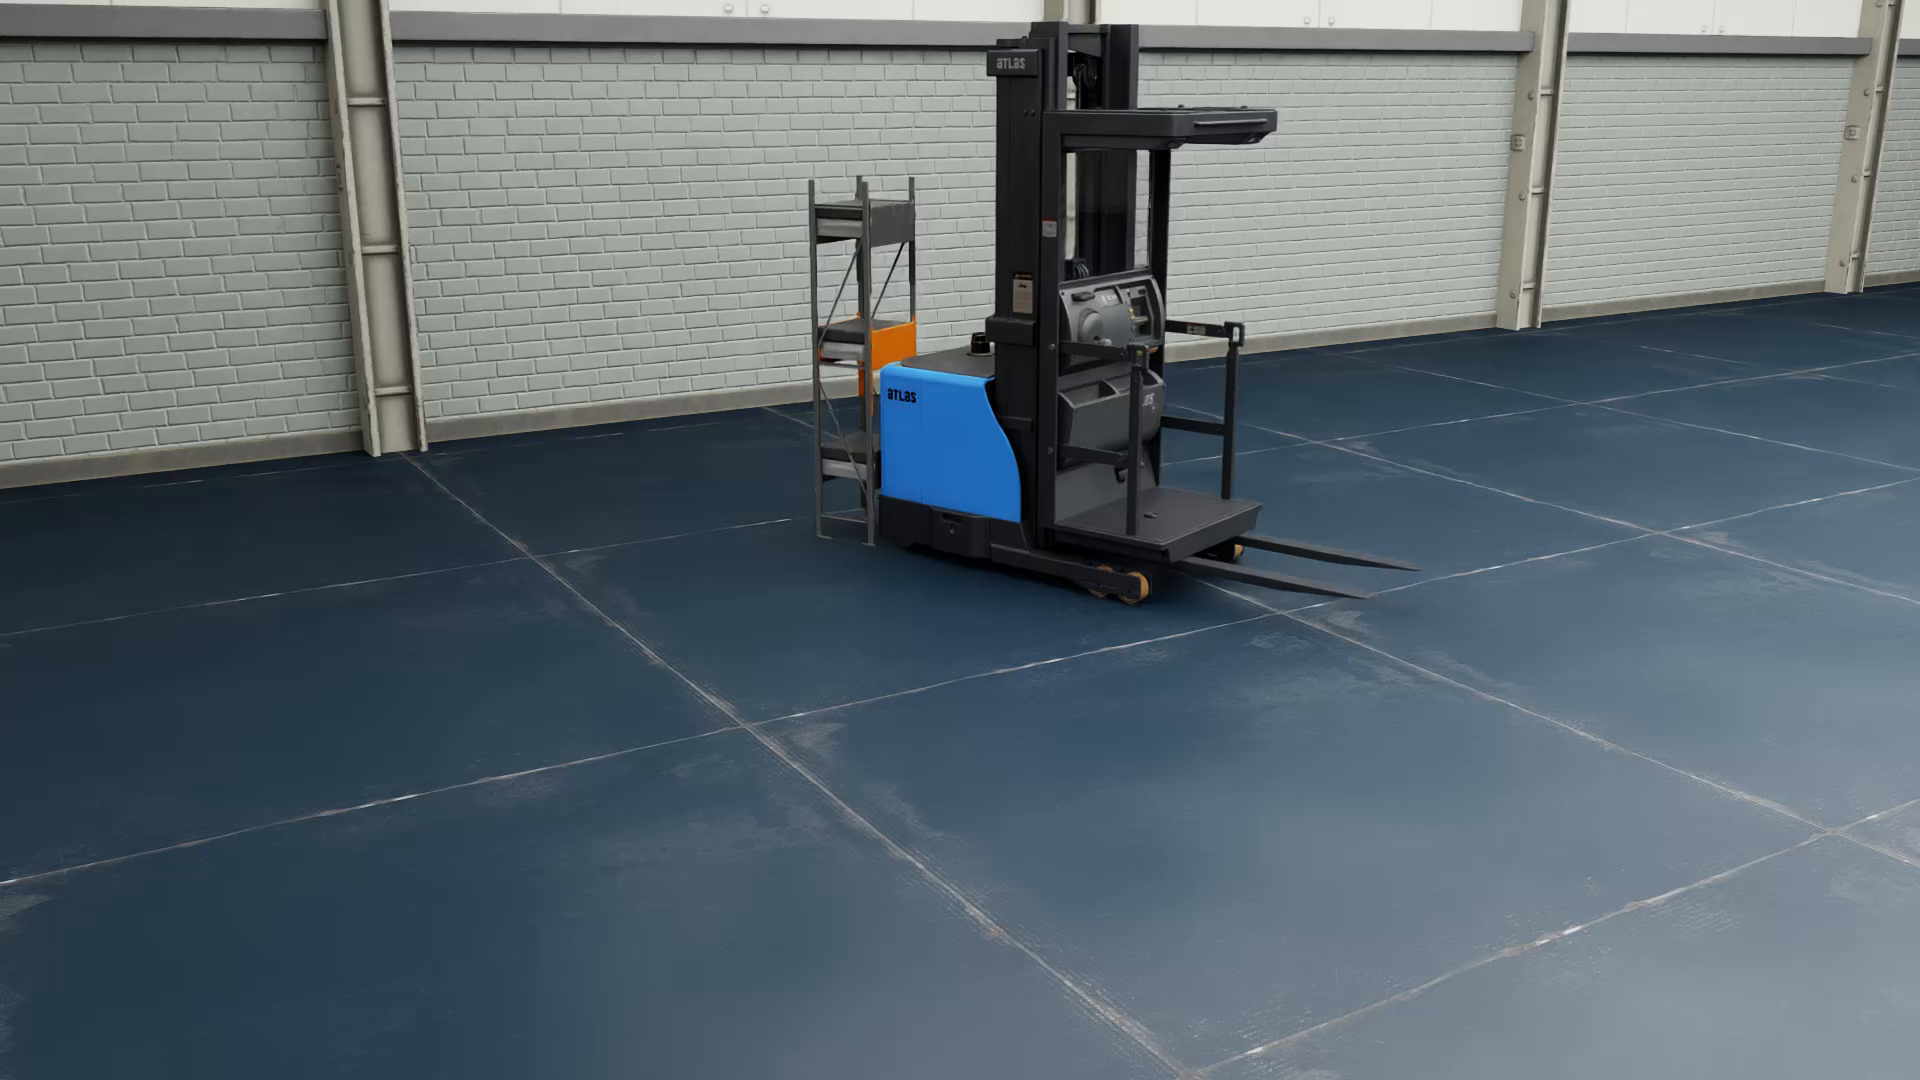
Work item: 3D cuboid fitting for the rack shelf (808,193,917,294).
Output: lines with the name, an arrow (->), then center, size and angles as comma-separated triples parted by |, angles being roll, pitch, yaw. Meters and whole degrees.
rack shelf -> -0.559, -1.719, 9.610 | 0.431, 0.518, 0.480 | 9, 18, 29

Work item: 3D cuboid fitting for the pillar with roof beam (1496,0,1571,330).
pillar with roof beam -> 8.332, -5.673, 13.476 | 0.400, 9.000, 9.100 | -9, 18, -30

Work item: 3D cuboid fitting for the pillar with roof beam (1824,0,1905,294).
pillar with roof beam -> 13.475, -6.507, 16.451 | 0.400, 9.000, 9.100 | -9, 18, -30

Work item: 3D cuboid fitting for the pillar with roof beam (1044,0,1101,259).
pillar with roof beam -> 3.189, -4.839, 10.501 | 0.400, 9.000, 9.100 | -9, 18, -30

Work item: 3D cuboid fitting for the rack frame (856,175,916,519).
rack frame -> -0.436, -1.115, 9.998 | 0.400, 2.100, 0.015 | 9, 18, 29

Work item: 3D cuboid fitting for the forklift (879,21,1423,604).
forklift -> 0.995, -1.238, 8.897 | 3.031, 2.935, 1.130 | 12, 20, 37

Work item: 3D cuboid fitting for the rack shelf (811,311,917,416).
rack shelf -> -0.559, -1.045, 9.799 | 0.431, 0.518, 0.480 | 9, 18, 29

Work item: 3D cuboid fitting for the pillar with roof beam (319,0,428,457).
pillar with roof beam -> -1.954, -4.005, 7.525 | 0.400, 9.000, 9.100 | -9, 18, -30

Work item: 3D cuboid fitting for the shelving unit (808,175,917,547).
shelving unit -> -0.559, -1.058, 9.795 | 0.431, 2.100, 0.503 | 9, 18, 29

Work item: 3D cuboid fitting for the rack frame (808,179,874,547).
rack frame -> -0.682, -1.001, 9.592 | 0.400, 2.100, 0.015 | 9, 18, 29

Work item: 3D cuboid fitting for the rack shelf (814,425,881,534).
rack shelf -> -0.559, -0.371, 9.988 | 0.431, 0.518, 0.480 | 9, 18, 29
